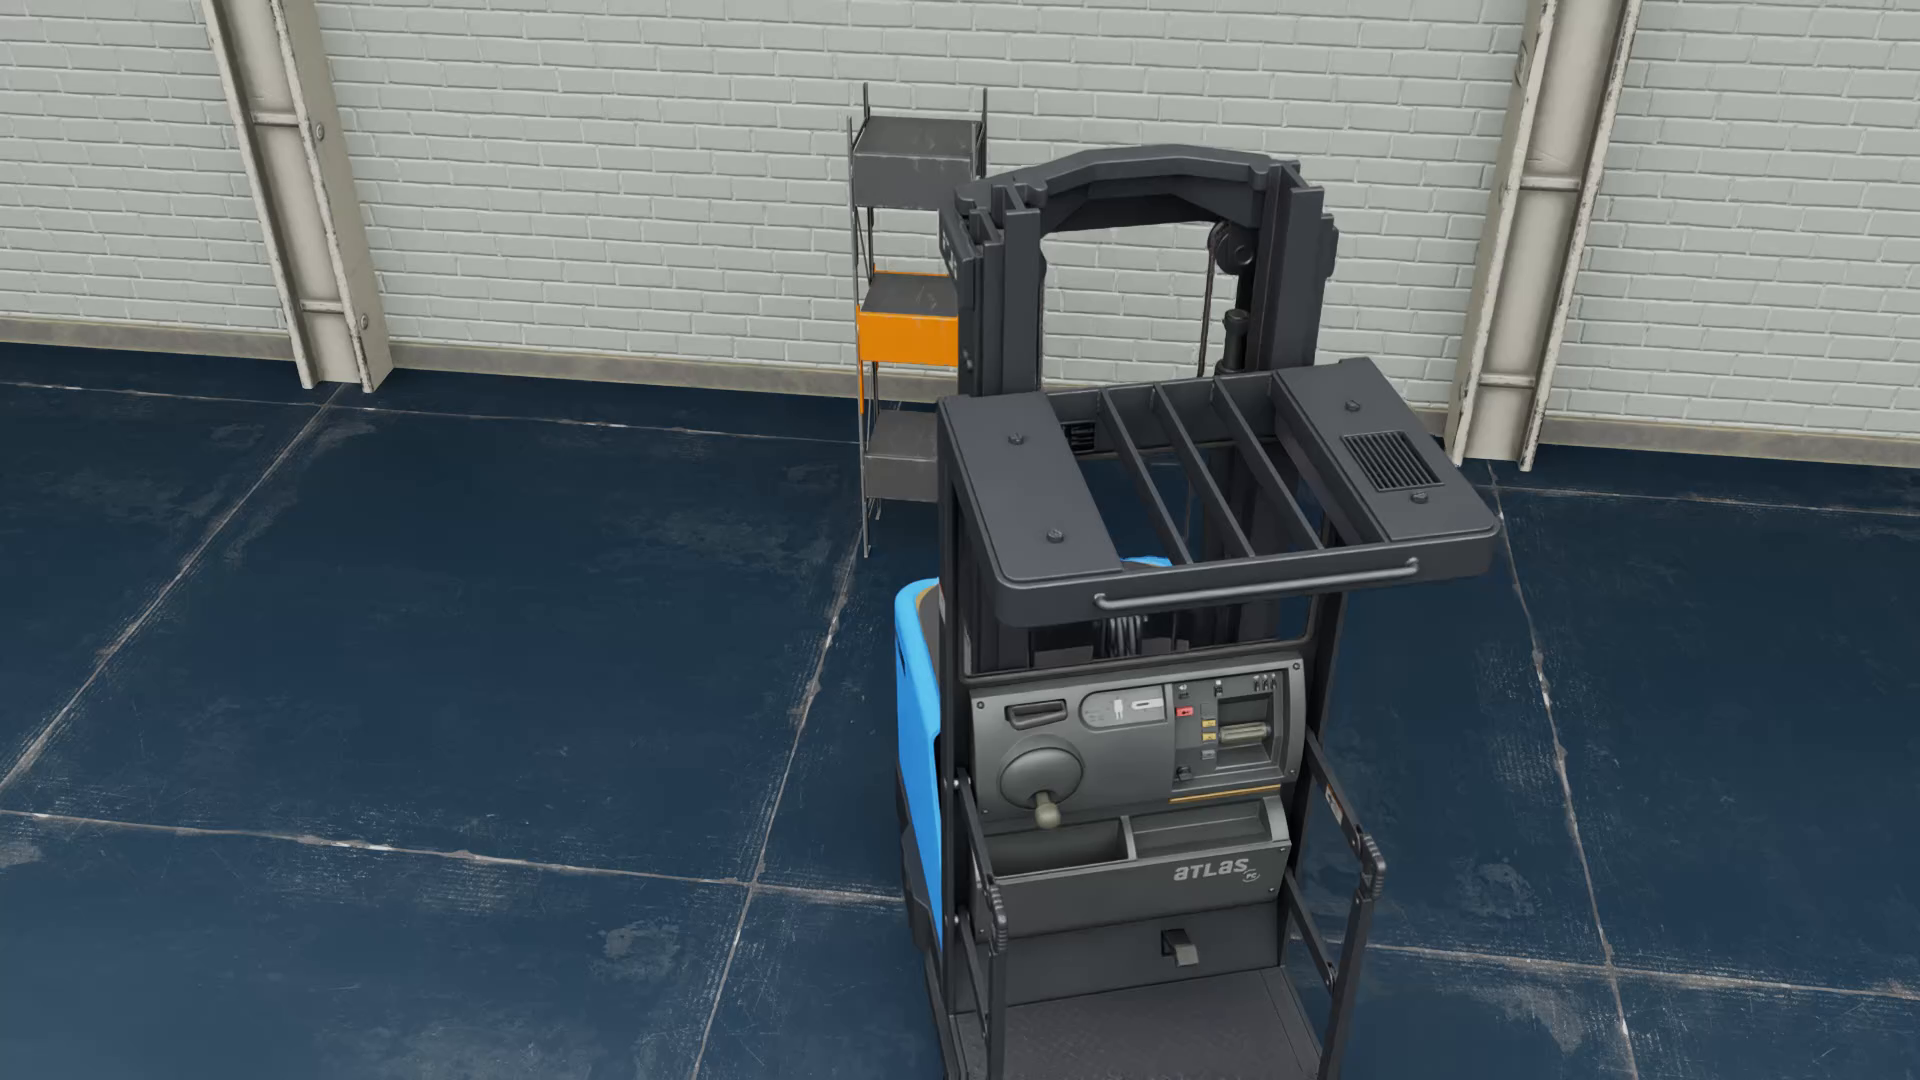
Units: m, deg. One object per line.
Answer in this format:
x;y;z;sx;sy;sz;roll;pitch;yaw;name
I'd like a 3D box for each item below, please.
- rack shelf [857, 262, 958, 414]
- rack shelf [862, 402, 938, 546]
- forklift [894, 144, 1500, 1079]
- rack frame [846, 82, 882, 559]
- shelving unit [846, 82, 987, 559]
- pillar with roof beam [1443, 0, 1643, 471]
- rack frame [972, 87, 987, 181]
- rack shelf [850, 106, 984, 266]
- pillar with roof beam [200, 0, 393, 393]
-0.164;-0.856;7.165;0.480;0.518;0.431;4;36;6;rack shelf
-0.164;-0.286;7.572;0.480;0.518;0.431;4;36;6;rack shelf
0.533;0.614;4.367;1.130;2.935;3.031;-6;36;-8;forklift
-0.406;-0.885;7.182;0.015;2.100;0.400;4;36;6;rack frame
-0.164;-0.867;7.157;0.503;2.100;0.431;4;36;6;shelving unit
2.101;-1.625;2.281;0.400;9.000;9.100;4;36;6;pillar with roof beam
0.078;-0.849;7.132;0.015;2.100;0.400;4;36;6;rack frame
-0.164;-1.426;6.758;0.480;0.518;0.431;4;36;6;rack shelf
-3.850;-2.069;2.903;0.400;9.000;9.100;4;36;6;pillar with roof beam
